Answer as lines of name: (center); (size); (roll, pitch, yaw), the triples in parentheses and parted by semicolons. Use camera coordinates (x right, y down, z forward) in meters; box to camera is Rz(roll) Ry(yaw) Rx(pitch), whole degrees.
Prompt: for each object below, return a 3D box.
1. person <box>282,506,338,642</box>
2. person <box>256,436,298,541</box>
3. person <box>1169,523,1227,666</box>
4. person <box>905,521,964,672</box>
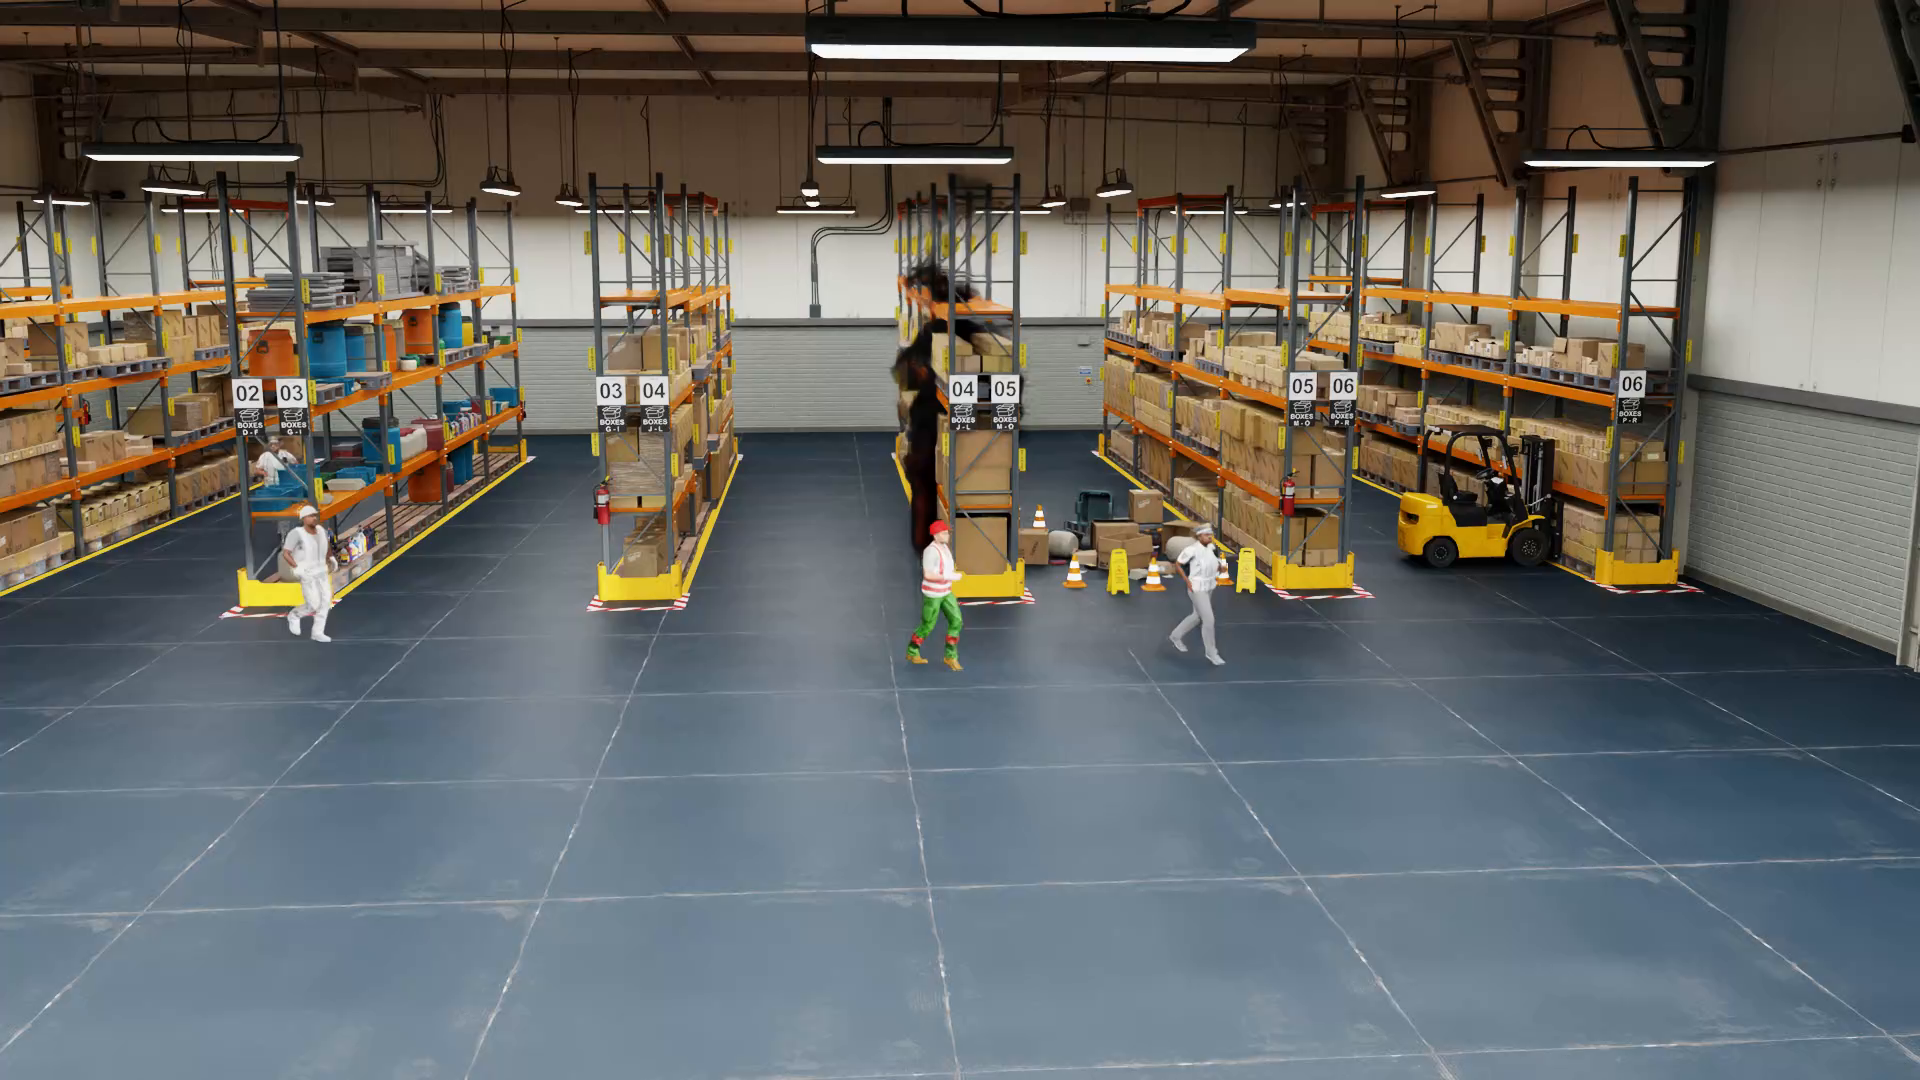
person: (-8.338, 0.422, 21.316); (0.603, 1.755, 0.702); (5, 11, 26)
person: (-11.786, -0.884, 28.706); (0.640, 1.853, 0.801); (-1, 10, -7)
person: (2.937, 0.620, 20.329); (0.866, 1.730, 0.561); (9, 14, 42)
person: (-0.271, 0.679, 19.774); (0.828, 1.846, 0.600); (6, 12, 31)
